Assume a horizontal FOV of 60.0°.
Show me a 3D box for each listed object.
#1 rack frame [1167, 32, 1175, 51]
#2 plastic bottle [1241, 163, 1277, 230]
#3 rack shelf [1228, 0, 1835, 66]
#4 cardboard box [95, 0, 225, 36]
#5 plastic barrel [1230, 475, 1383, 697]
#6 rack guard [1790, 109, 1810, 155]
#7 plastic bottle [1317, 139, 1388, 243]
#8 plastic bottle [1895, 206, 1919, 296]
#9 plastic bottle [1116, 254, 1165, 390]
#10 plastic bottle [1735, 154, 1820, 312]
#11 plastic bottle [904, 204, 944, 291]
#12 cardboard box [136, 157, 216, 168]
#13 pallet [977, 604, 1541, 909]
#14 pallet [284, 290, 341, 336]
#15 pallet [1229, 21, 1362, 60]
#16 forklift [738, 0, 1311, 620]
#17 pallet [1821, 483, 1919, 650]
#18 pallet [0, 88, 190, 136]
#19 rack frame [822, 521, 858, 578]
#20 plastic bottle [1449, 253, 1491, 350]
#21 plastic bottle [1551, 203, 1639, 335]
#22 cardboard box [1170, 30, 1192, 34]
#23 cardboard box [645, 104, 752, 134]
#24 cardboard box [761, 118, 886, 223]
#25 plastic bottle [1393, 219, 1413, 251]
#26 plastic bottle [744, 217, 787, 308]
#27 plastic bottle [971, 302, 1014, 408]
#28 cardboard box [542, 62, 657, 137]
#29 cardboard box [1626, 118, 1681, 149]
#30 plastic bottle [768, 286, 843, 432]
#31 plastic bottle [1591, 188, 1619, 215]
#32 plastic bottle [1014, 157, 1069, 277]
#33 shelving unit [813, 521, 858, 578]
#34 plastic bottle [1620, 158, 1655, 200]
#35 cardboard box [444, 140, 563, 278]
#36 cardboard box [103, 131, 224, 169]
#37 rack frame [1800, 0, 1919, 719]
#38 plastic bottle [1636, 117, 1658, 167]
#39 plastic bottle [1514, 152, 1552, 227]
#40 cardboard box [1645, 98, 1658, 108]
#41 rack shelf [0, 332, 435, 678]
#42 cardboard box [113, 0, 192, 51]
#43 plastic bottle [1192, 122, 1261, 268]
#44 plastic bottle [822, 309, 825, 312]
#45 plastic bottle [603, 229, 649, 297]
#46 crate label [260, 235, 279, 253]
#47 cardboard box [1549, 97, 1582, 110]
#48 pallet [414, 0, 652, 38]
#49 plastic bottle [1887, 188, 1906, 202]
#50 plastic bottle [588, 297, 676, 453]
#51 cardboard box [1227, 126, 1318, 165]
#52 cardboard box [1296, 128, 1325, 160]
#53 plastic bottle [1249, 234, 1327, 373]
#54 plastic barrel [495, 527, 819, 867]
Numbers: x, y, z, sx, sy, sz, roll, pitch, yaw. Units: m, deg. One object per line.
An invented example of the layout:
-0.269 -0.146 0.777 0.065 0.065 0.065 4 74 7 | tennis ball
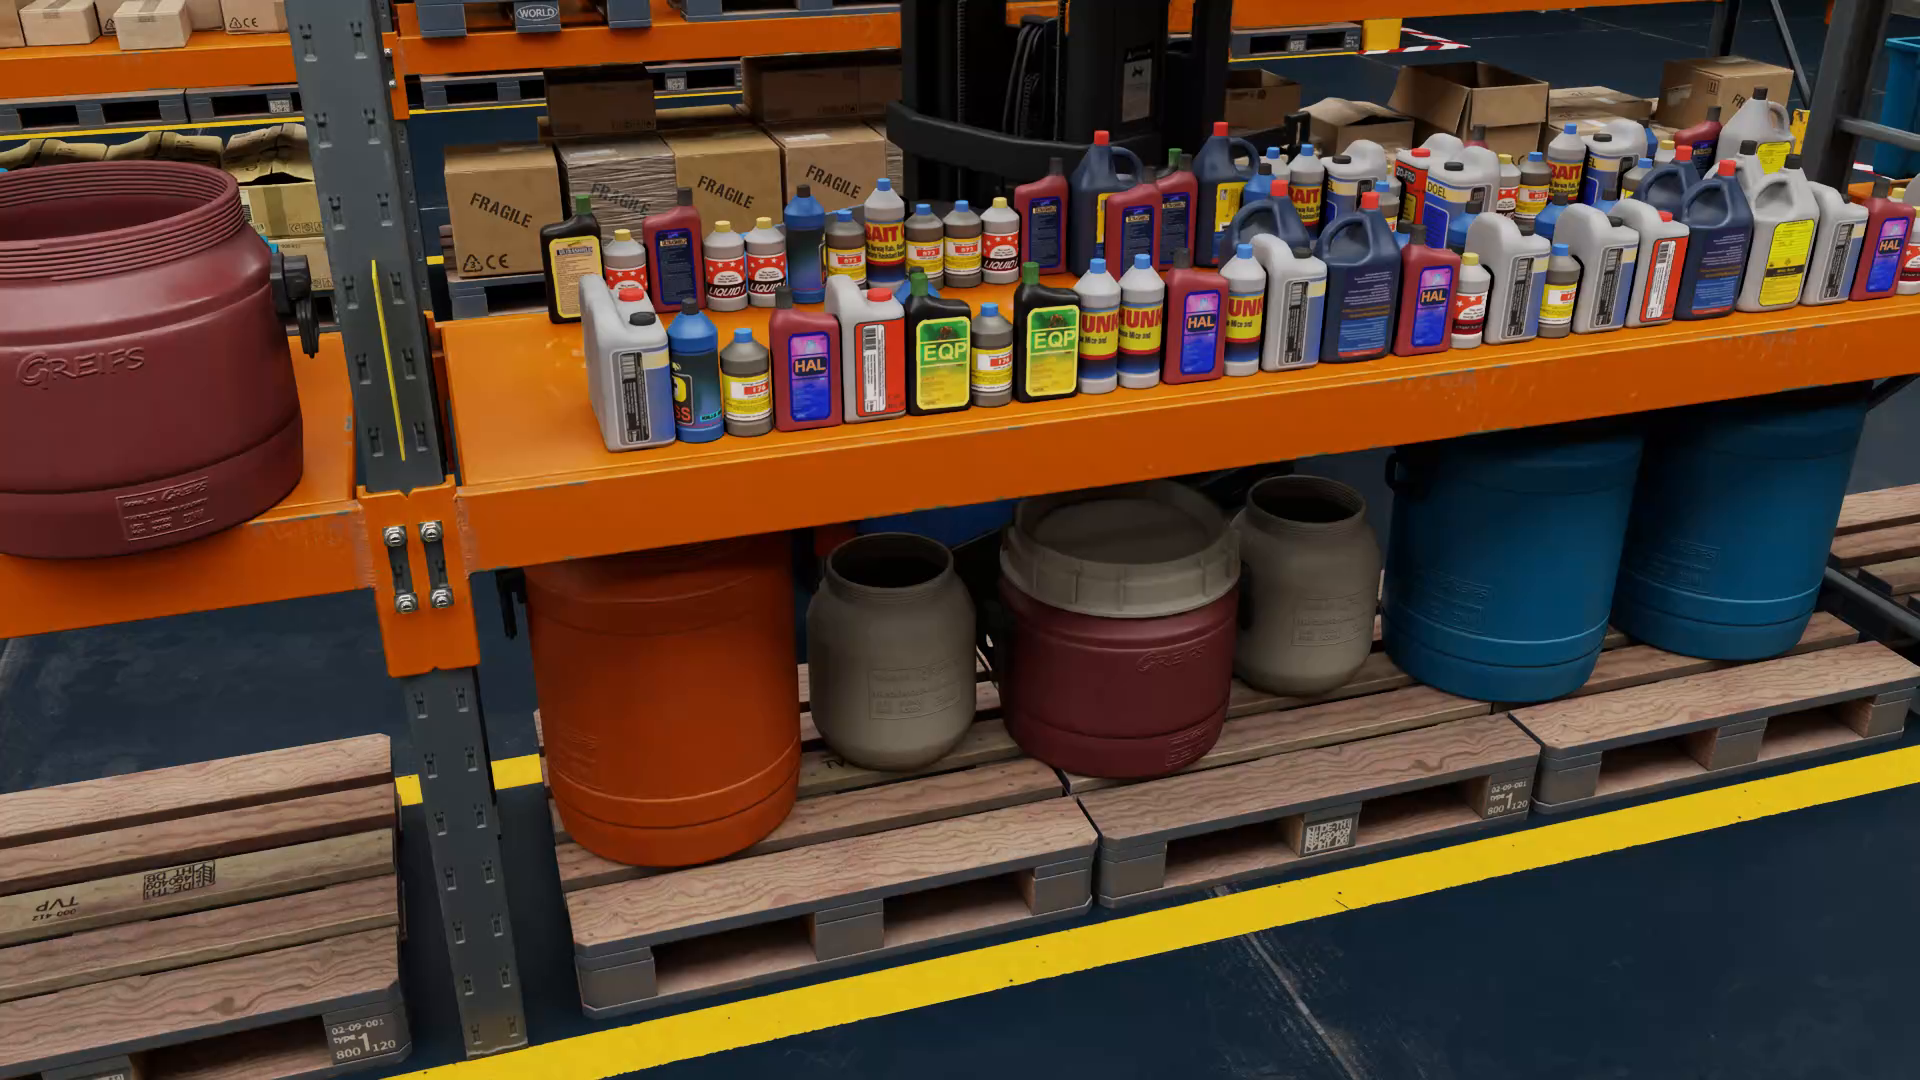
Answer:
1.135 -3.104 8.629 0.127 3.000 1.000 -8 28 -16 | rack frame
0.747 -0.797 4.128 0.097 0.271 0.097 0 26 0 | plastic bottle
3.037 -3.057 9.344 4.000 0.370 1.077 -8 28 -16 | rack shelf
-3.579 -2.472 7.456 0.500 0.311 0.500 -9 28 -17 | cardboard box
0.905 0.122 4.456 0.421 0.512 0.421 0 26 0 | plastic barrel
4.866 -2.525 10.274 0.348 0.500 1.175 -8 28 -16 | rack guard
1.006 -0.892 4.312 0.135 0.276 0.152 -8 28 -16 | plastic bottle
2.289 -0.702 4.014 0.097 0.201 0.097 0 26 0 | plastic bottle
0.371 -0.455 3.439 0.097 0.271 0.097 0 26 0 | plastic bottle
1.893 -0.722 3.887 0.185 0.351 0.144 -8 28 -16 | plastic bottle
-0.088 -0.713 4.035 0.097 0.201 0.097 0 26 0 | plastic bottle
-3.582 -1.510 7.408 0.500 0.311 0.500 -9 28 -17 | cardboard box
0.757 0.498 4.509 1.213 0.211 1.003 -8 28 -16 | pallet
-3.463 -1.207 7.945 1.213 0.211 1.003 -8 28 -16 | pallet
2.665 -4.357 14.288 1.213 0.211 1.003 -8 28 -16 | pallet
0.597 -1.596 5.668 3.031 2.935 1.130 -23 35 -39 | forklift
3.353 0.122 5.267 1.213 0.211 1.003 -8 28 -16 | pallet
-6.107 -3.125 11.807 1.213 0.211 1.003 -8 28 -16 | pallet
-0.366 -0.260 4.925 0.015 1.200 0.240 -14 30 -26 | rack frame
1.114 -0.532 3.671 0.097 0.201 0.097 0 26 0 | plastic bottle
1.436 -0.624 3.774 0.135 0.276 0.152 -8 28 -16 | plastic bottle
1.812 -4.540 13.861 0.500 0.500 0.700 -9 28 -18 | cardboard box
-1.360 -1.930 8.580 0.500 0.500 0.500 -9 28 -18 | cardboard box
-0.678 -1.788 8.295 0.500 0.500 0.500 -9 28 -18 | cardboard box
0.968 -0.570 3.670 0.097 0.271 0.097 0 26 0 | plastic bottle
-0.458 -0.659 3.927 0.097 0.201 0.097 0 26 0 | plastic bottle
0.059 -0.379 3.363 0.097 0.201 0.097 0 26 0 | plastic bottle
-1.800 -2.204 8.290 0.500 0.250 0.500 -7 27 -14 | cardboard box
4.085 -2.386 9.875 0.250 0.166 0.380 -8 28 -16 | cardboard box
-0.300 -0.355 3.223 0.133 0.283 0.061 -8 28 -16 | plastic bottle
1.508 -0.691 3.913 0.097 0.271 0.097 0 26 0 | plastic bottle
0.201 -0.800 4.119 0.133 0.283 0.061 -8 28 -16 | plastic bottle
-0.579 -0.207 4.817 0.503 1.200 0.258 -14 30 -26 | shelving unit
1.816 -0.917 4.447 0.097 0.201 0.097 0 26 0 | plastic bottle
-2.147 -1.573 7.861 0.500 0.500 0.500 -7 27 -14 | cardboard box
-3.754 -1.737 7.865 0.500 0.311 0.500 -9 28 -17 | cardboard box
2.665 -1.009 4.410 0.127 3.000 1.000 -8 28 -16 | rack frame
1.861 -1.026 4.588 0.097 0.271 0.097 0 26 0 | plastic bottle
1.548 -0.949 4.513 0.097 0.201 0.097 0 26 0 | plastic bottle
4.434 -2.663 10.451 0.250 0.149 0.380 -8 28 -16 | cardboard box
-3.040 0.139 2.905 4.000 0.370 1.077 -8 28 -16 | rack shelf
-3.438 -2.200 7.091 0.250 0.149 0.380 -8 28 -16 | cardboard box
0.668 -0.878 4.201 0.185 0.351 0.144 -8 28 -16 | plastic bottle
-0.243 -0.406 3.418 0.097 0.201 0.097 0 26 0 | plastic bottle
-0.770 -0.614 3.836 0.097 0.201 0.097 0 26 0 | plastic bottle
-1.655 -0.484 3.540 0.416 0.233 0.303 -8 28 -16 | crate label
3.383 -2.528 10.066 0.500 0.250 0.500 -8 28 -16 | cardboard box
-2.046 -2.590 7.810 1.003 0.211 1.213 -8 28 -16 | pallet
2.334 -0.779 4.170 0.097 0.201 0.097 0 26 0 | plastic bottle
-0.626 -0.326 3.172 0.135 0.276 0.152 -8 28 -16 | plastic bottle
1.601 -2.063 9.062 0.500 0.311 0.500 -8 28 -16 | cardboard box
1.927 -2.300 9.720 0.250 0.149 0.380 -8 28 -16 | cardboard box
0.692 -0.517 3.557 0.135 0.276 0.152 -8 28 -16 | plastic bottle
-0.678 0.251 3.840 0.708 0.830 0.600 -8 28 -16 | plastic barrel
